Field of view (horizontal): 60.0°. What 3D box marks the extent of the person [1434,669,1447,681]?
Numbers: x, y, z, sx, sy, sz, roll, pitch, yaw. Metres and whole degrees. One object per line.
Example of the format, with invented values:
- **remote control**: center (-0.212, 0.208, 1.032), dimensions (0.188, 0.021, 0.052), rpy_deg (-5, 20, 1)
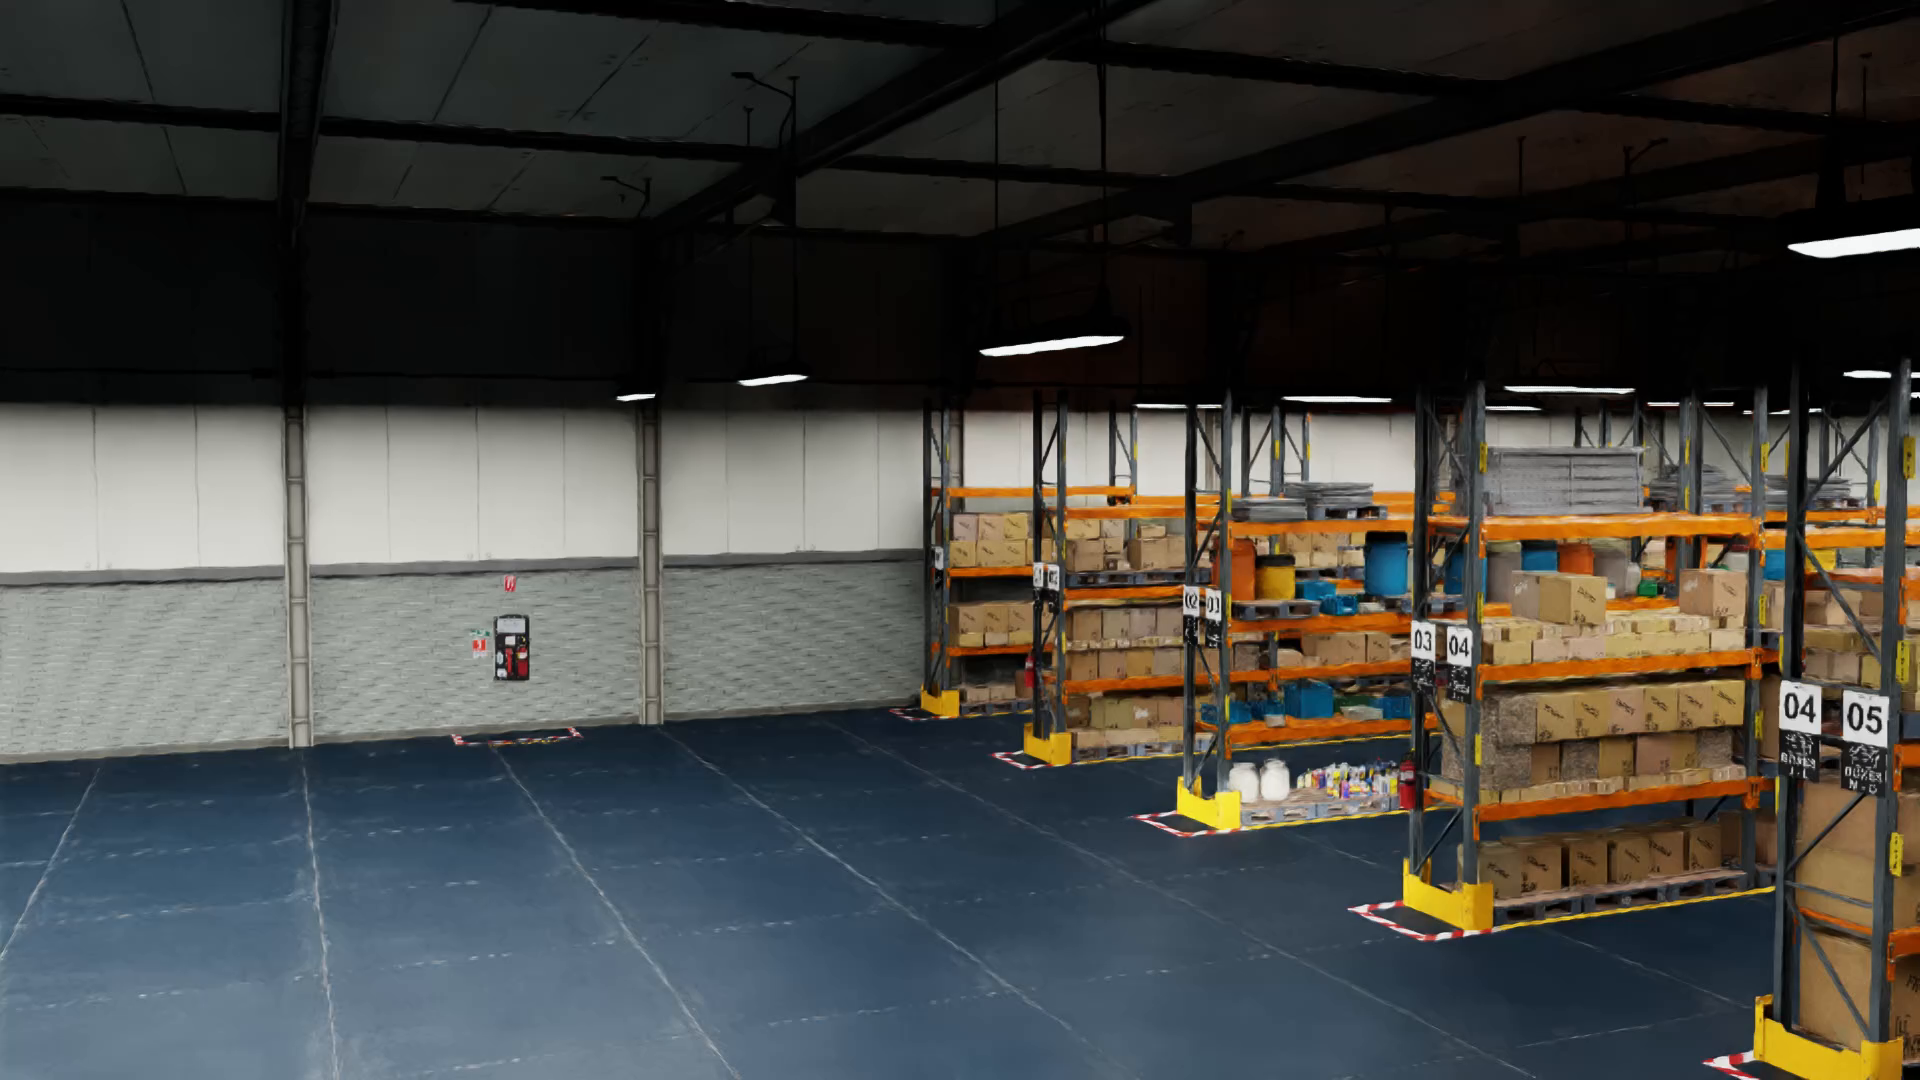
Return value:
- **person**: center (9.219, 2.513, 32.072), dimensions (0.519, 1.541, 0.566), rpy_deg (-2, 4, -25)
